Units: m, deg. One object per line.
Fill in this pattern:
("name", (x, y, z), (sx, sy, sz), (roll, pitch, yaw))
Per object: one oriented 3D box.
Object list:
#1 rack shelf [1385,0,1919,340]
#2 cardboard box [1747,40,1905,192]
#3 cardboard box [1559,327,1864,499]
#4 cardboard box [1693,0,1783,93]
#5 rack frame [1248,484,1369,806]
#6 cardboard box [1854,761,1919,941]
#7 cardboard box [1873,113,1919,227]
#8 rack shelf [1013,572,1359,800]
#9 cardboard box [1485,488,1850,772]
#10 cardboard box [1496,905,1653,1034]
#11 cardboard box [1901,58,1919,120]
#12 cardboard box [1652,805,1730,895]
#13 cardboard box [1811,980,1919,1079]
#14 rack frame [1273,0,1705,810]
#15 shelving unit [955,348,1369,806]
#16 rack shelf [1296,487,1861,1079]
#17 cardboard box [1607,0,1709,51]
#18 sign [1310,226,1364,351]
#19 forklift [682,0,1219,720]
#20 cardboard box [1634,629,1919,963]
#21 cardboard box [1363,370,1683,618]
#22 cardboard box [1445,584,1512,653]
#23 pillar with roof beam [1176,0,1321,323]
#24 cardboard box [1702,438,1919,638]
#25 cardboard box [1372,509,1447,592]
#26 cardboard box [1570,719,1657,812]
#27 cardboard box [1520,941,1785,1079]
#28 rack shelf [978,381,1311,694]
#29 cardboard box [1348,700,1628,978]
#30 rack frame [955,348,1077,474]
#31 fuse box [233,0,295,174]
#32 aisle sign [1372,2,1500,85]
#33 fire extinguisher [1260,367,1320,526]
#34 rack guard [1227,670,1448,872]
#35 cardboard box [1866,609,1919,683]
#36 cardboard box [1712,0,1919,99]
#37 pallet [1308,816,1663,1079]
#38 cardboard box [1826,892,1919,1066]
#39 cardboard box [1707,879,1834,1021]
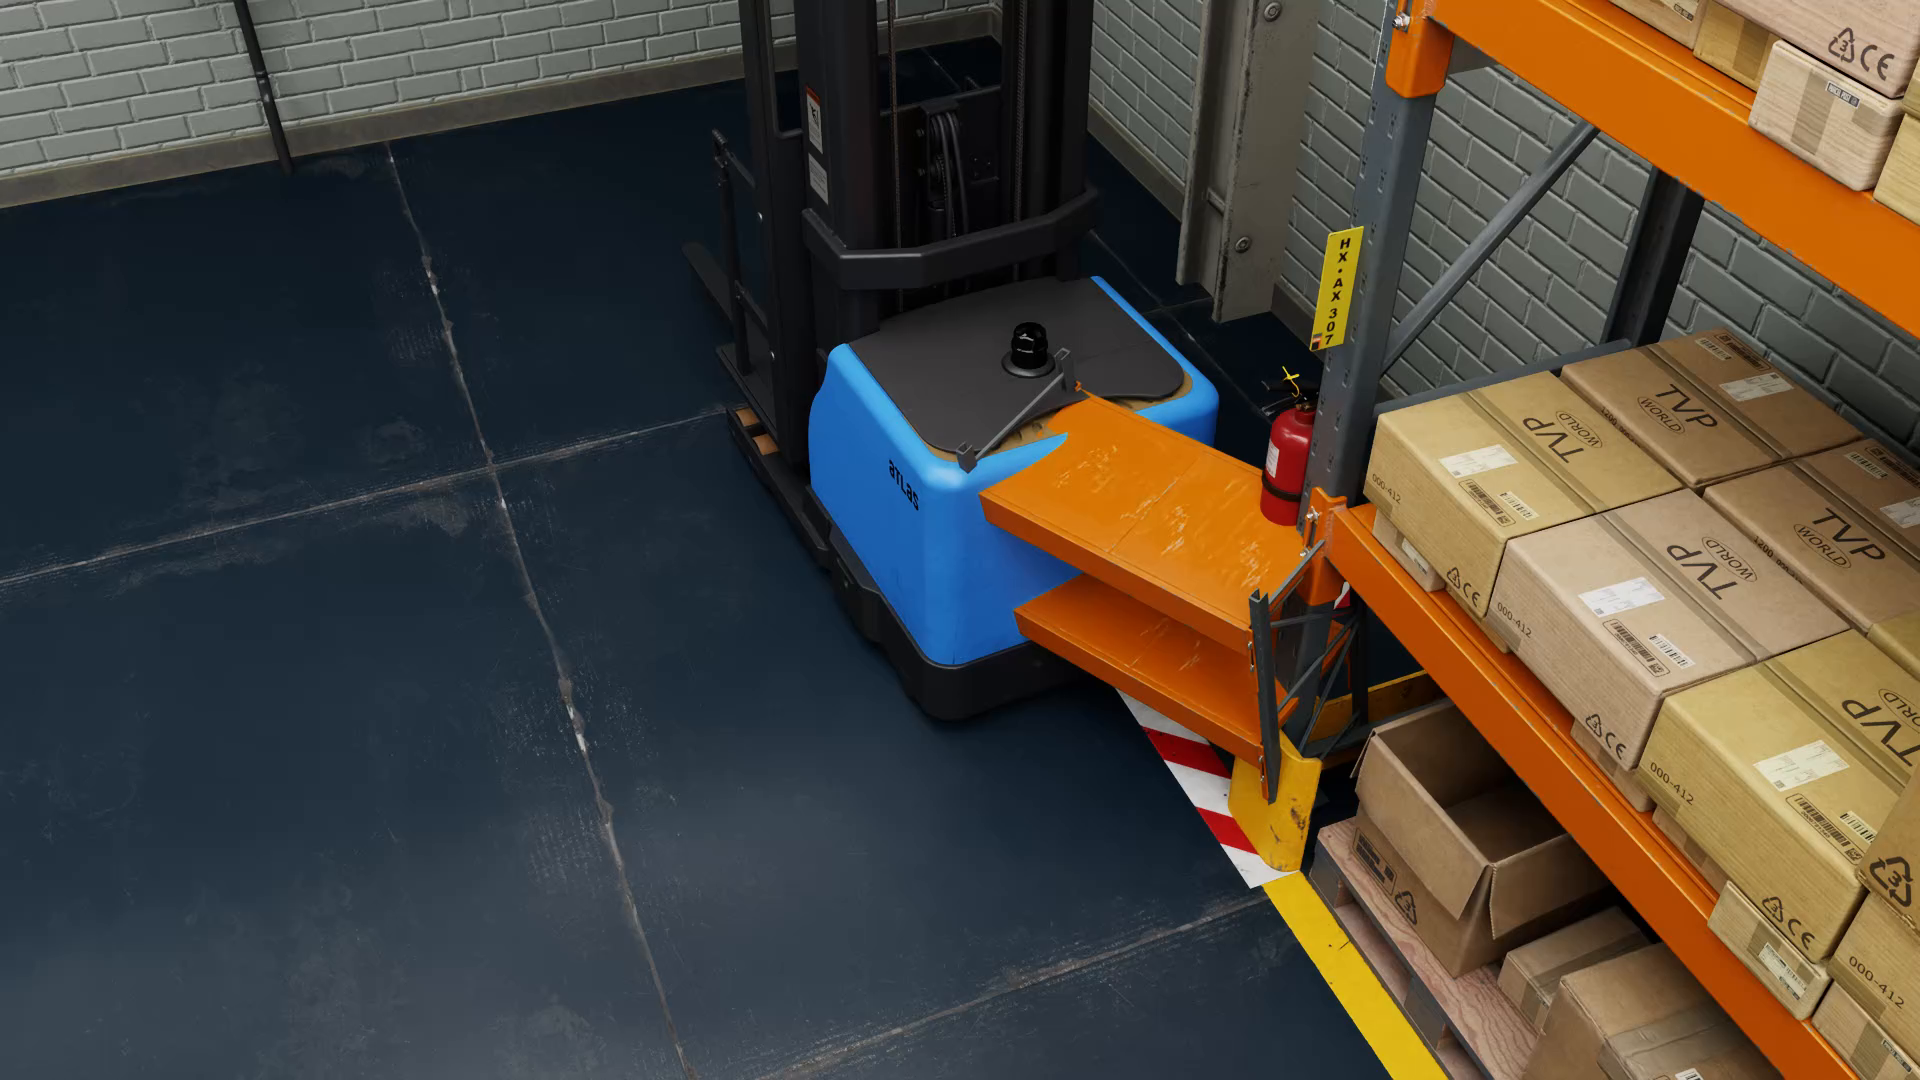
("rack shelf", (2.170, -0.065, 2.277), (1.077, 0.370, 4.000), (-15, 43, -17))
("cardboard box", (1.519, -0.712, 2.669), (0.380, 0.149, 0.250), (-14, 43, -16))
("cardboard box", (1.826, -0.251, 4.128), (0.500, 0.250, 0.500), (-14, 43, -16))
("cardboard box", (1.519, -0.888, 2.874), (0.380, 0.149, 0.250), (-15, 43, -17))
("rack frame", (1.014, 0.361, 4.752), (0.032, 1.125, 0.500), (28, 61, 33))
("cardboard box", (1.904, 0.498, 2.682), (0.500, 0.500, 0.500), (-14, 43, -16))
("cardboard box", (1.626, -0.556, 2.488), (0.380, 0.149, 0.250), (-15, 43, -17))
("rack shelf", (0.684, 0.319, 5.208), (1.000, 0.278, 0.538), (28, 61, 33))
("cardboard box", (1.523, 0.183, 3.624), (0.500, 0.250, 0.500), (-15, 43, -16))
("cardboard box", (1.678, 1.174, 4.449), (0.380, 0.149, 0.250), (-17, 43, -19))
("cardboard box", (1.720, -0.651, 2.293), (0.500, 0.250, 0.500), (-16, 43, -18))
("cardboard box", (1.697, 0.573, 3.475), (0.380, 0.149, 0.250), (-14, 43, -16))
("cardboard box", (1.844, 0.898, 3.098), (0.380, 0.149, 0.250), (-14, 43, -16))
("rack frame", (1.405, -0.406, 4.421), (1.000, 3.000, 0.127), (-15, 43, -17))
("shelving unit", (0.639, 0.159, 5.029), (1.048, 1.125, 0.538), (28, 61, 33))
("rack shelf", (2.170, 1.072, 3.255), (1.077, 0.370, 4.000), (-15, 43, -17))
("cardboard box", (1.436, -1.046, 3.058), (0.380, 0.149, 0.250), (-14, 43, -16))
("sign", (0.903, -0.598, 3.981), (0.100, 0.325, 0.005), (-15, 43, -17))
("forklift", (-0.277, -1.479, 5.722), (1.130, 2.935, 3.031), (-18, 44, -20))
("cardboard box", (1.720, 0.487, 3.270), (0.500, 0.250, 0.500), (-16, 43, -18))
("cardboard box", (1.329, -0.121, 3.977), (0.500, 0.250, 0.500), (-15, 43, -17))
("cardboard box", (1.417, 0.098, 4.028), (0.380, 0.149, 0.250), (-14, 43, -16))
("pillar with roof beam", (-2.772, -3.455, 3.367), (9.100, 9.000, 0.400), (-15, 43, -17))
("cardboard box", (2.022, 0.060, 3.766), (0.500, 0.250, 0.500), (-15, 43, -17))
("cardboard box", (1.277, -0.044, 4.193), (0.380, 0.149, 0.250), (-15, 43, -17))
("cardboard box", (1.590, 0.415, 3.660), (0.380, 0.149, 0.250), (-14, 43, -16))
("cardboard box", (1.842, 1.300, 4.033), (0.700, 0.500, 0.500), (-13, 42, -15))
("rack shelf", (0.584, -0.033, 4.814), (1.000, 0.278, 0.538), (28, 61, 33))
("cardboard box", (1.551, 0.774, 4.642), (0.797, 0.503, 0.637), (-17, 43, -19))
("rack frame", (0.264, -0.044, 5.305), (0.032, 1.125, 0.500), (28, 61, 33))
("fuse box", (-3.362, -2.504, 7.849), (0.539, 1.711, 0.414), (-15, 43, -17))
("aisle sign", (1.107, -1.359, 3.536), (0.394, 0.787, 0.004), (-15, 43, -17))
("fire extinguisher", (0.921, -0.208, 4.537), (0.296, 0.674, 0.183), (-15, 43, -17))
("rack guard", (1.434, 0.588, 5.183), (1.175, 0.500, 0.348), (-15, 43, -17))
("cardboard box", (2.207, 0.360, 3.418), (0.500, 0.250, 0.500), (-14, 43, -16))
("cardboard box", (1.535, -0.962, 2.655), (0.500, 0.250, 0.500), (-14, 43, -16))
("pallet", (1.740, 1.178, 4.719), (1.003, 0.211, 1.213), (-15, 43, -17))
("cardboard box", (1.935, 0.790, 2.918), (0.500, 0.250, 0.500), (-16, 43, -18))
("cardboard box", (1.724, 0.744, 3.276), (0.380, 0.149, 0.250), (-16, 43, -18))
